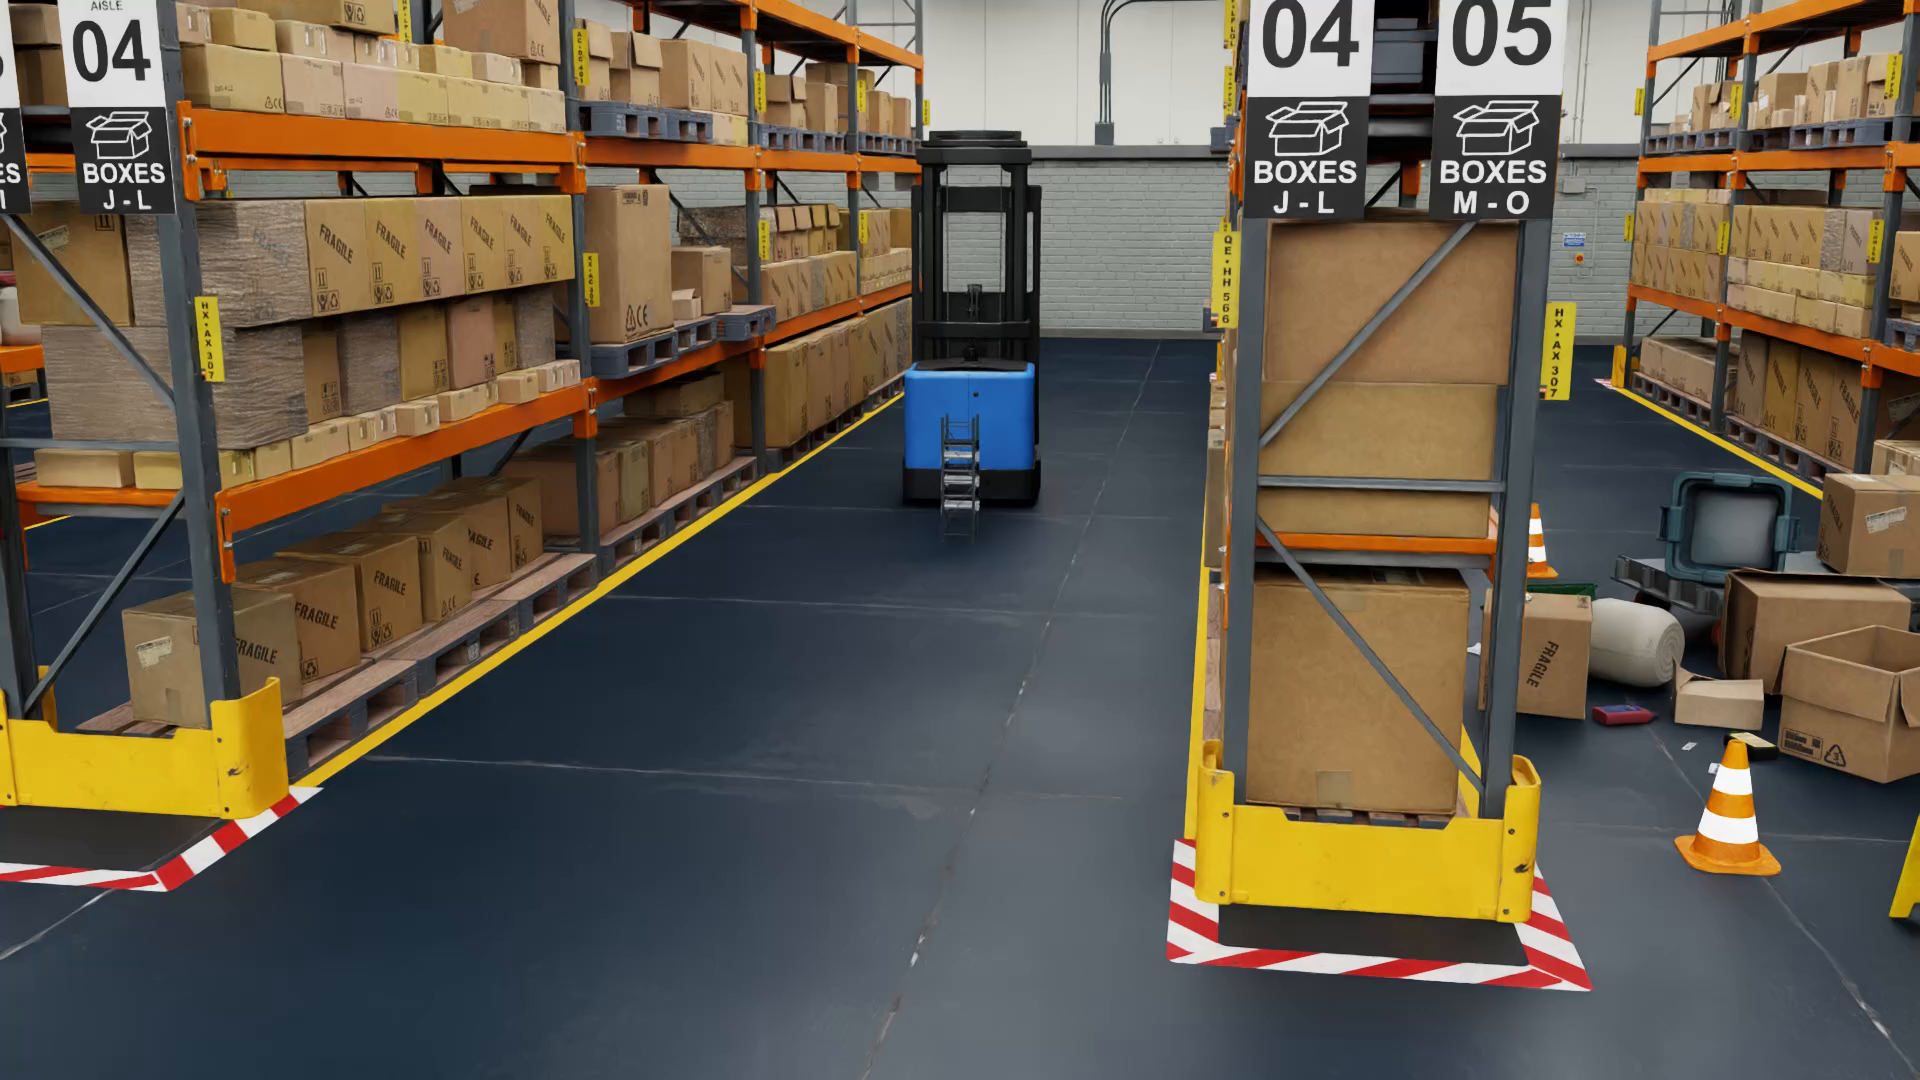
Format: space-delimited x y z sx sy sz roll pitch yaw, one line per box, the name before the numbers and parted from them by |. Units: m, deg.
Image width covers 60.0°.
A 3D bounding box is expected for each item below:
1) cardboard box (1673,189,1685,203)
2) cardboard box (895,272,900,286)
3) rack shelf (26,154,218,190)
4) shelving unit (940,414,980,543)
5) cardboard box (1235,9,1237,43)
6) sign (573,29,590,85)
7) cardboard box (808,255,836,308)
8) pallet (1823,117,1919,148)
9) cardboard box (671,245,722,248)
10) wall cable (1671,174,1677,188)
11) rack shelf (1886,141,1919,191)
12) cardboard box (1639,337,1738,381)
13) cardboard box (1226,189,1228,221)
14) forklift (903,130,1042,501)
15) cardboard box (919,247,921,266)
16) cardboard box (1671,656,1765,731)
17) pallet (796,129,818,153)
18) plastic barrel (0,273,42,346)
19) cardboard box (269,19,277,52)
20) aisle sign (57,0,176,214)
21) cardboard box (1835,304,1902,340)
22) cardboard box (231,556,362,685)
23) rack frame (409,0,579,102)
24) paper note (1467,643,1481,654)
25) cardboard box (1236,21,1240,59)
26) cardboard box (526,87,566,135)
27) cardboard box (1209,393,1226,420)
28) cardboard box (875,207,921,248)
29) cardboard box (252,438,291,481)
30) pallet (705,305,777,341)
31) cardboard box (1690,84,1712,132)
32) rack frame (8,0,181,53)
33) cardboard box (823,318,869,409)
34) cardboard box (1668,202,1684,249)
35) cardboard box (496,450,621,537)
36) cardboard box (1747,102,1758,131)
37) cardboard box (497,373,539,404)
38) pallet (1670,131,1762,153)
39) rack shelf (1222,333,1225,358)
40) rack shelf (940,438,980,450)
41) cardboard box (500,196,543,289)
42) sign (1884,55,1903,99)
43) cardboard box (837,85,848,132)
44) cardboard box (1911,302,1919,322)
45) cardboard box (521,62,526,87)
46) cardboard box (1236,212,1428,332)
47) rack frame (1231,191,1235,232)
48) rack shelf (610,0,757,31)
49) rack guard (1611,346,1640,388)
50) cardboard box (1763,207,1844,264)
cardboard box | 8.208 -3.848 18.581 0.380 0.149 0.250 2 12 7
cardboard box | -0.940 -3.175 20.204 0.380 0.149 0.250 2 12 10
rack shelf | -7.407 -2.895 12.893 1.077 0.370 4.000 2 12 9
shelving unit | 5.522 -0.781 8.037 12.311 3.194 5.845 2 12 9
cardboard box | 1.636 -2.616 8.309 0.500 0.250 0.500 2 12 8
sign | -2.284 -2.906 10.012 0.100 0.325 0.005 2 12 9
cardboard box | -1.549 -2.599 16.698 0.500 0.500 0.500 2 12 8
pallet | 7.633 -3.225 13.164 1.213 0.211 1.003 2 12 11
cardboard box | -2.249 -2.176 13.738 0.500 0.500 0.500 0 12 2
wall cable | 11.064 -5.008 25.699 0.588 1.984 0.122 2 12 9
rack shelf | 7.279 -2.413 10.658 1.077 0.370 4.000 2 12 9
cardboard box | 8.814 -2.192 20.131 0.875 0.438 0.875 1 12 7
cardboard box | 3.174 -3.584 18.188 0.500 0.500 0.500 1 12 7
forklift | -3.315 -2.058 14.586 8.076 2.935 3.158 1 12 3
cardboard box | -0.788 -3.664 21.524 0.500 0.250 0.500 2 12 8
cardboard box | 3.620 0.733 7.964 0.396 0.266 0.258 4 13 18
pallet | -1.990 -3.779 15.735 1.003 0.211 1.213 2 12 11
plastic barrel | -7.238 -1.775 12.787 0.433 0.535 0.433 0 12 0
cardboard box | -3.113 -2.116 6.980 0.380 0.149 0.250 2 12 8
aisle sign | -3.149 -1.619 6.214 0.394 0.787 0.004 2 12 9
cardboard box | 7.407 -1.755 13.374 0.500 0.250 0.500 1 12 7
cardboard box | -3.266 0.391 7.995 0.500 0.500 0.500 5 13 23
rack frame | -2.821 -4.136 9.825 1.000 3.000 0.127 2 12 9
paper note | 2.856 0.599 9.140 0.147 0.020 0.142 -7 14 -30
cardboard box | 1.401 -2.184 7.250 0.380 0.149 0.250 2 12 9
cardboard box | -2.633 -2.493 9.677 0.500 0.250 0.500 2 12 11
cardboard box | 2.366 -0.654 12.250 1.050 0.750 0.750 2 12 10
cardboard box | -0.791 -4.030 21.443 0.500 0.500 0.500 2 12 9
cardboard box | -3.099 -0.351 7.097 0.380 0.149 0.250 2 12 9
pallet | -2.210 -1.790 13.636 1.213 0.211 1.003 2 12 9
cardboard box | 8.358 -4.735 18.252 0.500 0.500 0.500 2 12 10
rack frame | -3.436 -3.303 5.961 1.000 3.000 0.127 2 12 9
cardboard box | -1.669 -1.901 17.742 1.225 0.875 0.875 2 12 9
cardboard box | 8.241 -3.508 18.541 0.500 0.500 0.500 2 12 9
cardboard box | -2.705 -0.323 11.263 0.700 0.500 0.500 1 12 4
cardboard box | 7.779 -4.061 15.917 0.396 0.266 0.258 2 12 8
cardboard box | -2.638 -0.869 9.500 0.380 0.149 0.250 2 12 9
pallet | 8.528 -4.394 18.351 1.003 0.211 1.213 2 12 9
rack shelf | 2.987 -1.919 15.485 1.077 0.370 4.000 2 12 9
rack shelf | 5.522 -1.097 7.967 12.311 2.546 5.840 2 12 9
cardboard box | -2.694 -1.680 9.350 0.500 0.500 0.500 2 12 9
sign | 7.039 -3.492 12.543 0.100 0.325 0.005 2 12 9
cardboard box | -1.530 -4.803 18.568 0.700 0.500 0.500 1 12 5
cardboard box | 7.276 -1.678 12.259 0.380 0.149 0.250 1 12 5
cardboard box | -2.717 -2.661 9.512 0.380 0.149 0.250 2 12 9
cardboard box | 1.711 -1.210 7.570 0.875 0.550 0.500 2 12 9
rack frame | 2.680 -1.854 13.477 1.000 3.000 0.127 2 12 9
rack shelf | -2.513 -4.005 11.874 1.077 0.370 4.000 2 12 9
rack guard | 8.820 -2.163 20.844 1.175 0.500 0.348 2 12 9
cardboard box | 7.719 -2.792 15.217 0.500 0.500 0.500 2 12 7
